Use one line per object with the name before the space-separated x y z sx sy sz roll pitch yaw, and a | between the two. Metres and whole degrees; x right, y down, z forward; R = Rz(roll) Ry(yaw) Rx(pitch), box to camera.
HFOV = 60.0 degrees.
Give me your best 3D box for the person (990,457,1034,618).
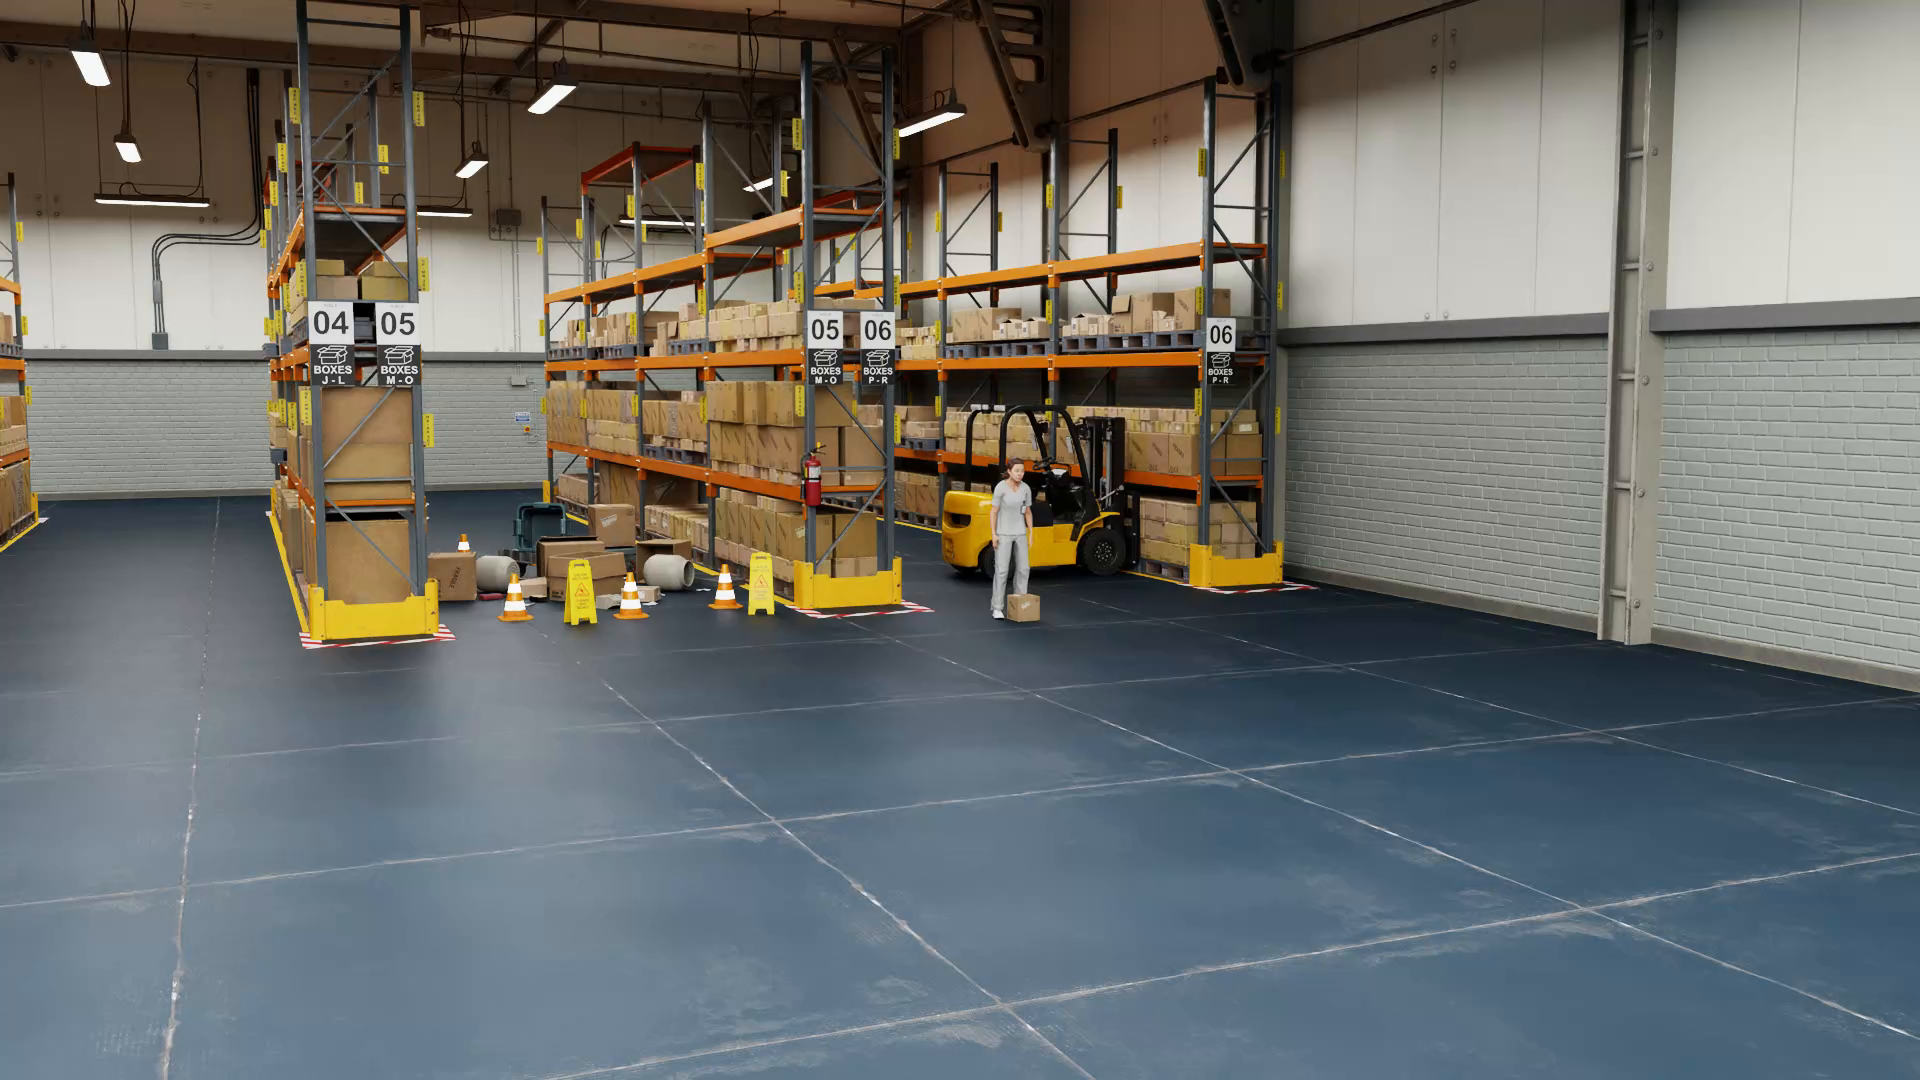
person | 0.543 -0.033 17.305 0.485 1.673 0.360 -2 6 -23
